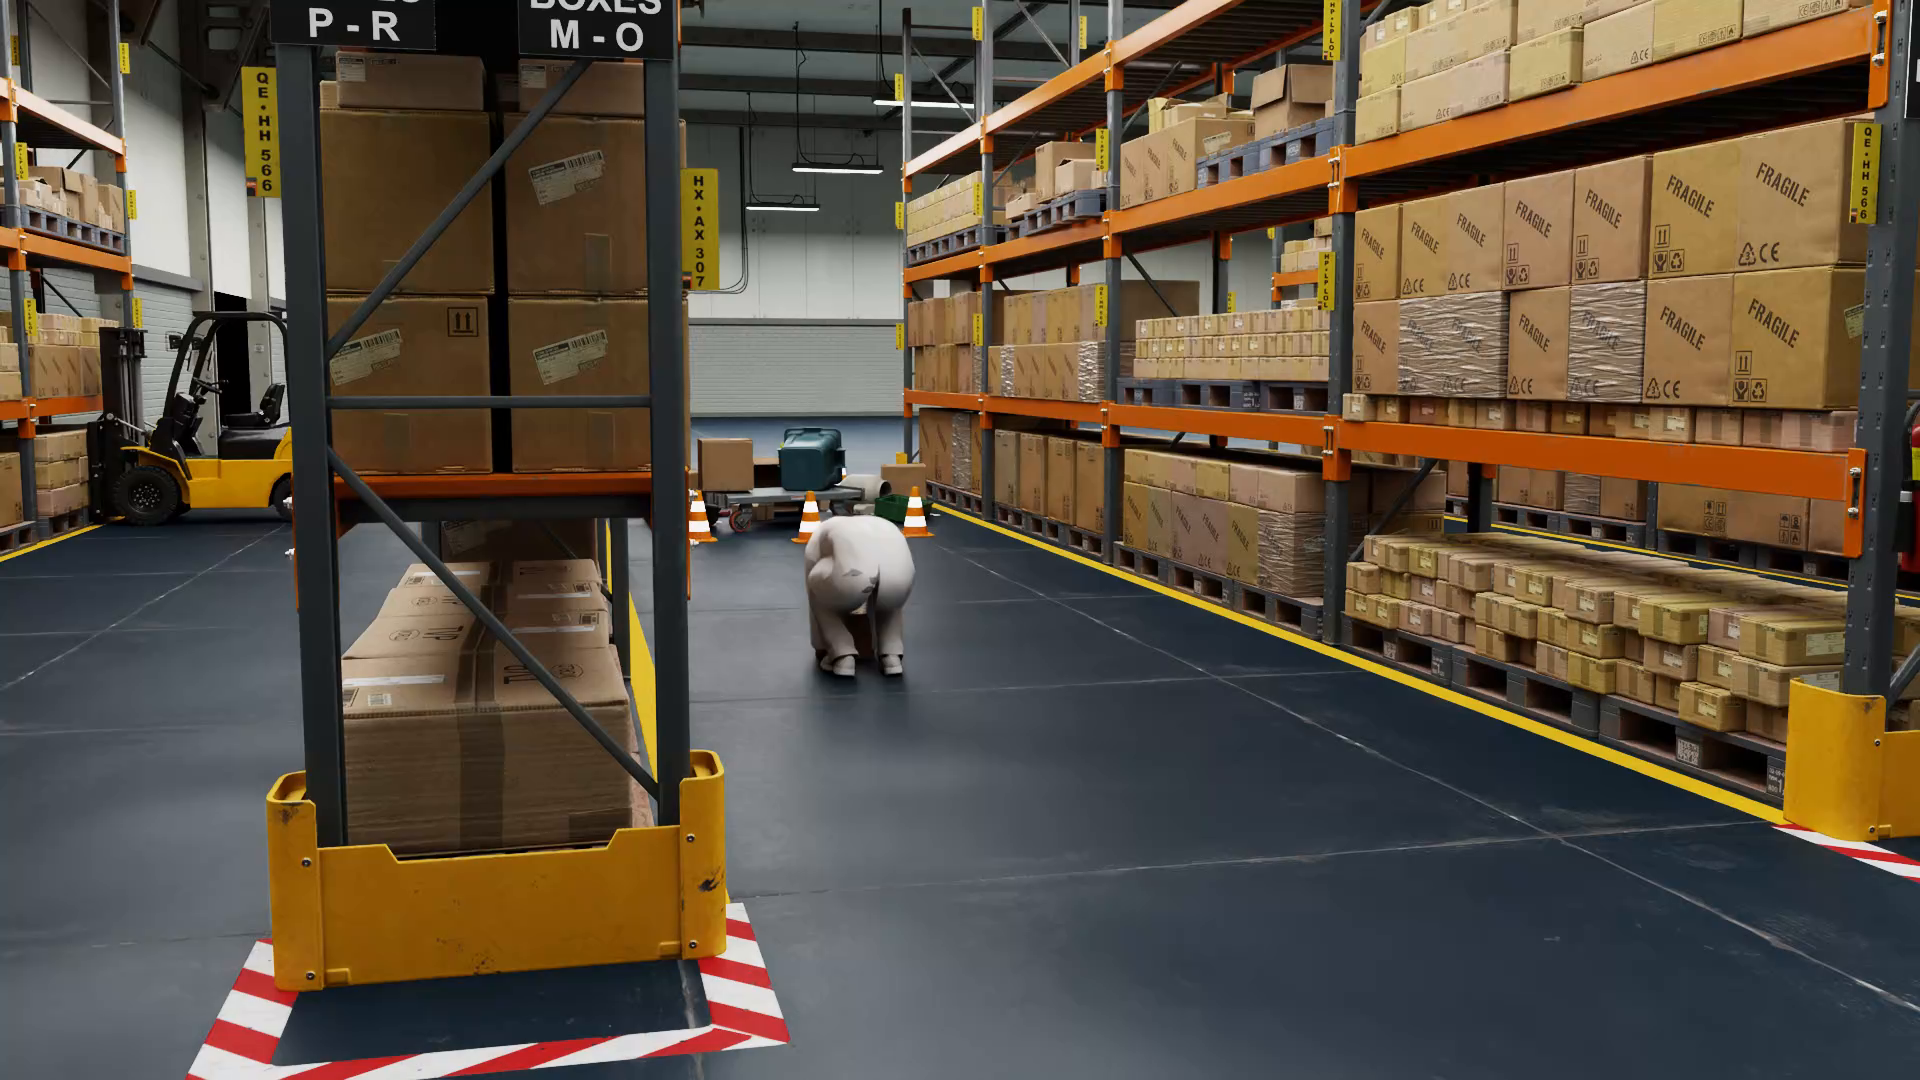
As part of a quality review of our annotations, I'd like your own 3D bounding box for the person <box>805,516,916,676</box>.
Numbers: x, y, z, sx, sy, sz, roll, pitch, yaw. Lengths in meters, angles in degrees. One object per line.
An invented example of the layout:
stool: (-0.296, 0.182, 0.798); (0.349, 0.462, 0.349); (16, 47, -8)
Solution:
person: (-0.543, 0.284, 8.876); (0.582, 0.835, 0.949); (-2, 6, -15)
